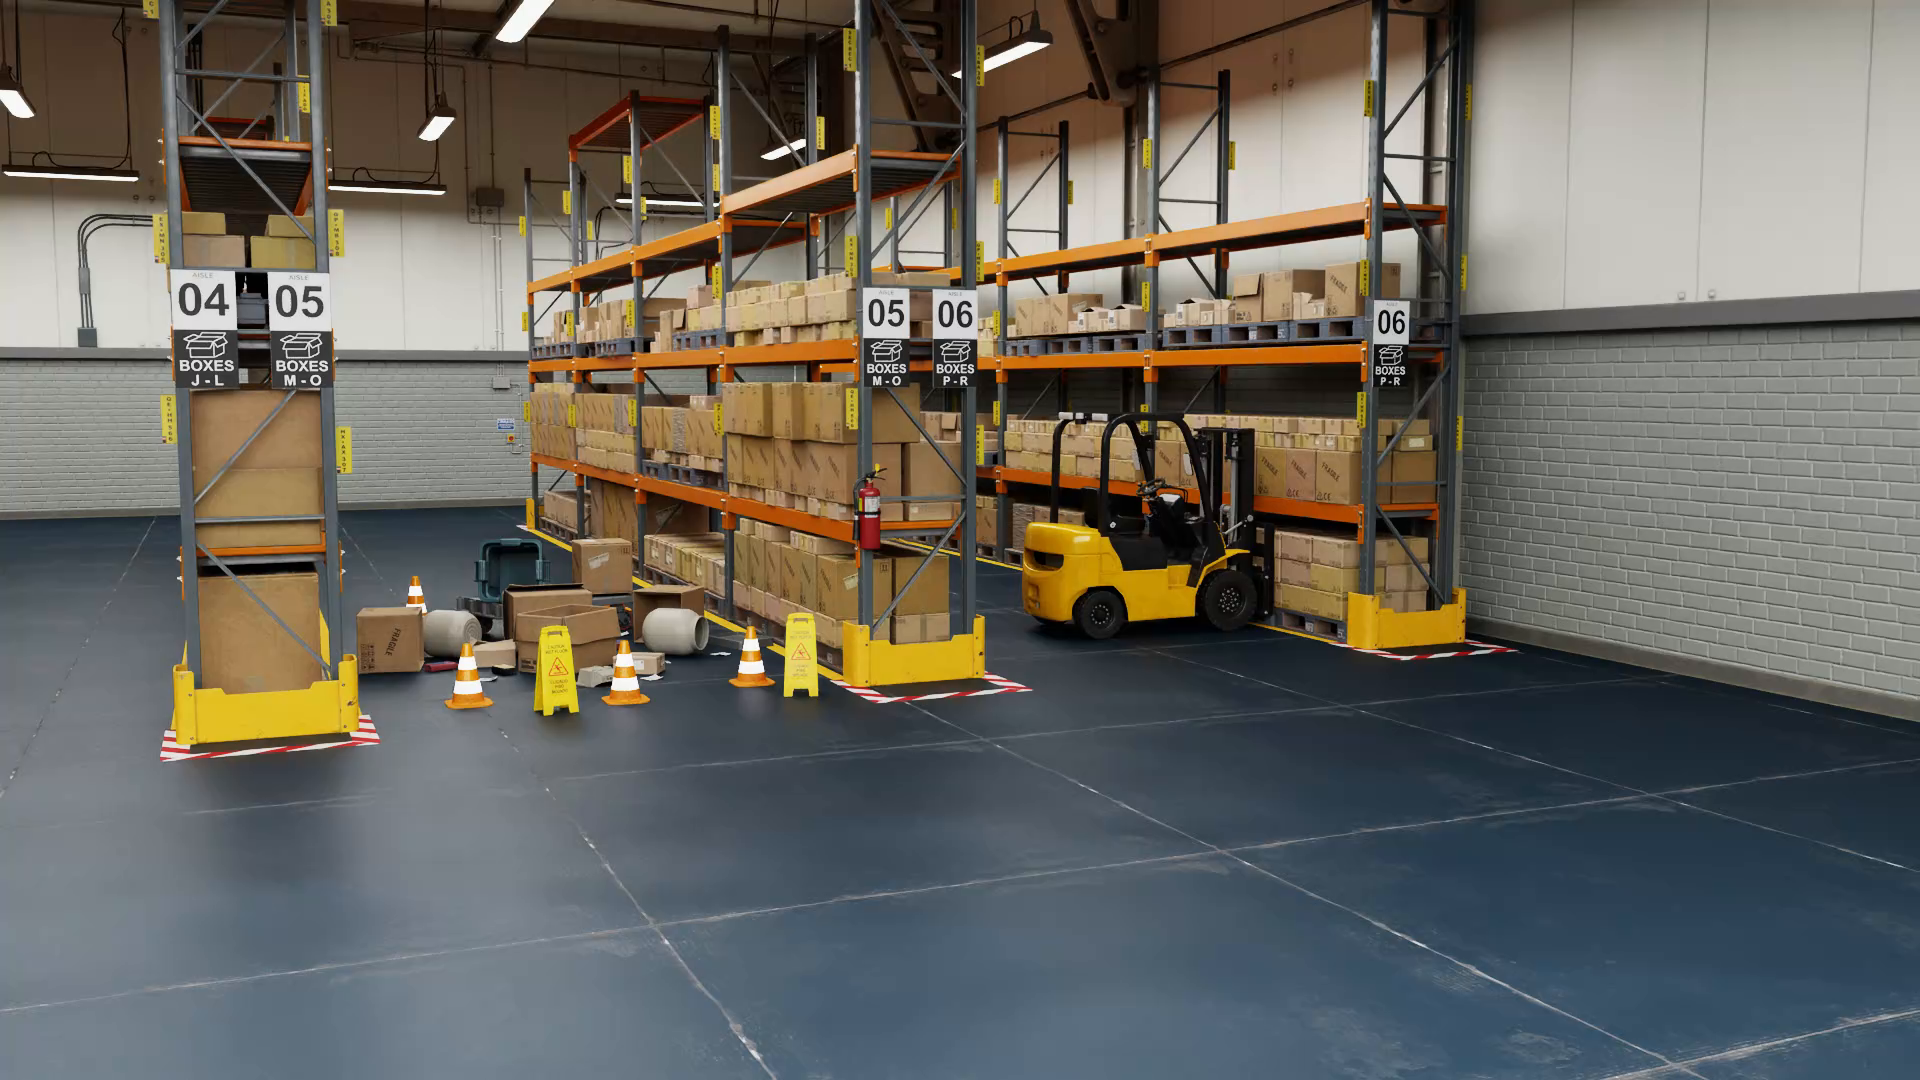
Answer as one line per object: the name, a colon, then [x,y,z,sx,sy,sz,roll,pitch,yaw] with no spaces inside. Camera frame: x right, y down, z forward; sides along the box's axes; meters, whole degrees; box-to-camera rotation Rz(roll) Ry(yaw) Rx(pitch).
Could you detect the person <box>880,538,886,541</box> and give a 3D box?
person: [-0.986,-0.223,18.831,0.581,1.755,0.595,-2,6,-21]
